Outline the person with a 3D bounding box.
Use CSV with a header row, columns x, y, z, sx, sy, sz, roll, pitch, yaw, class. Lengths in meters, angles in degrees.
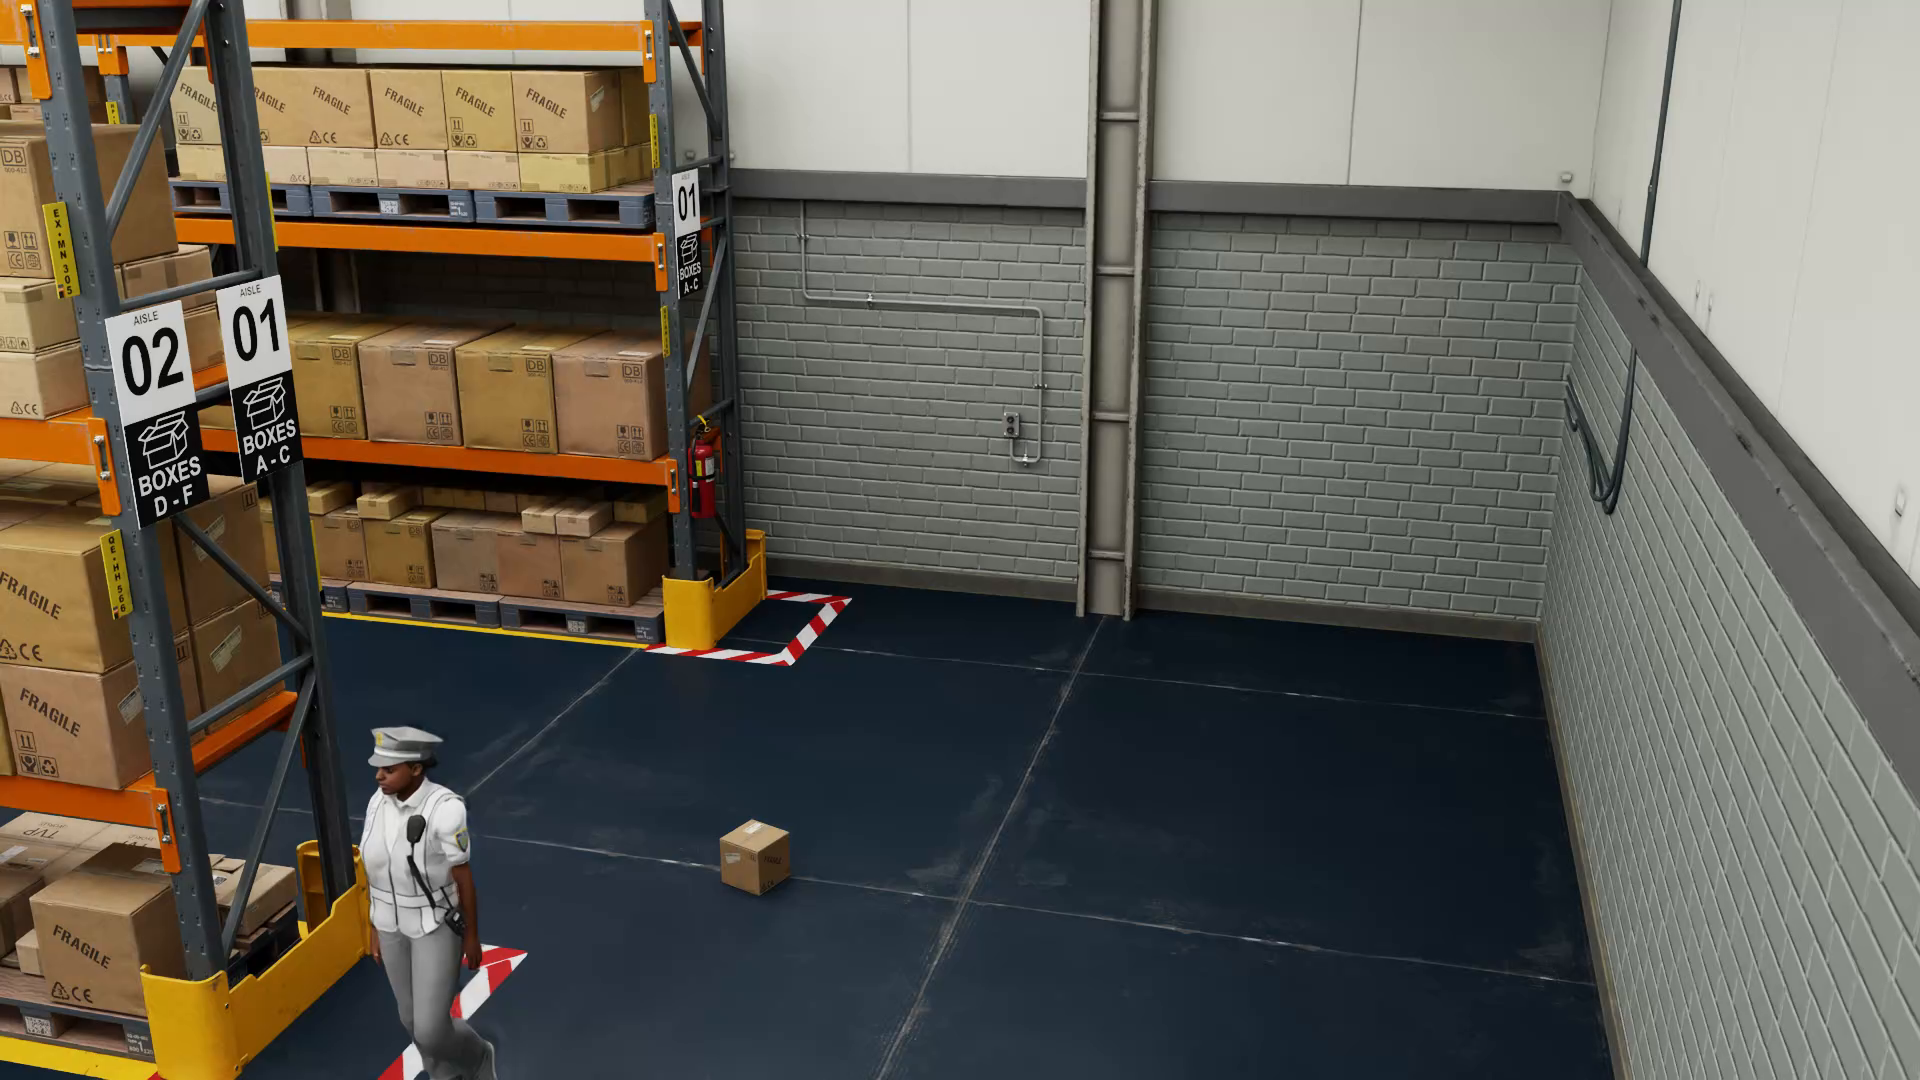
x,y,z,sx,sy,sz,roll,pitch,yaw,class
-7.395,1.808,5.318,9.540,1.822,6.330,7,20,20,person
